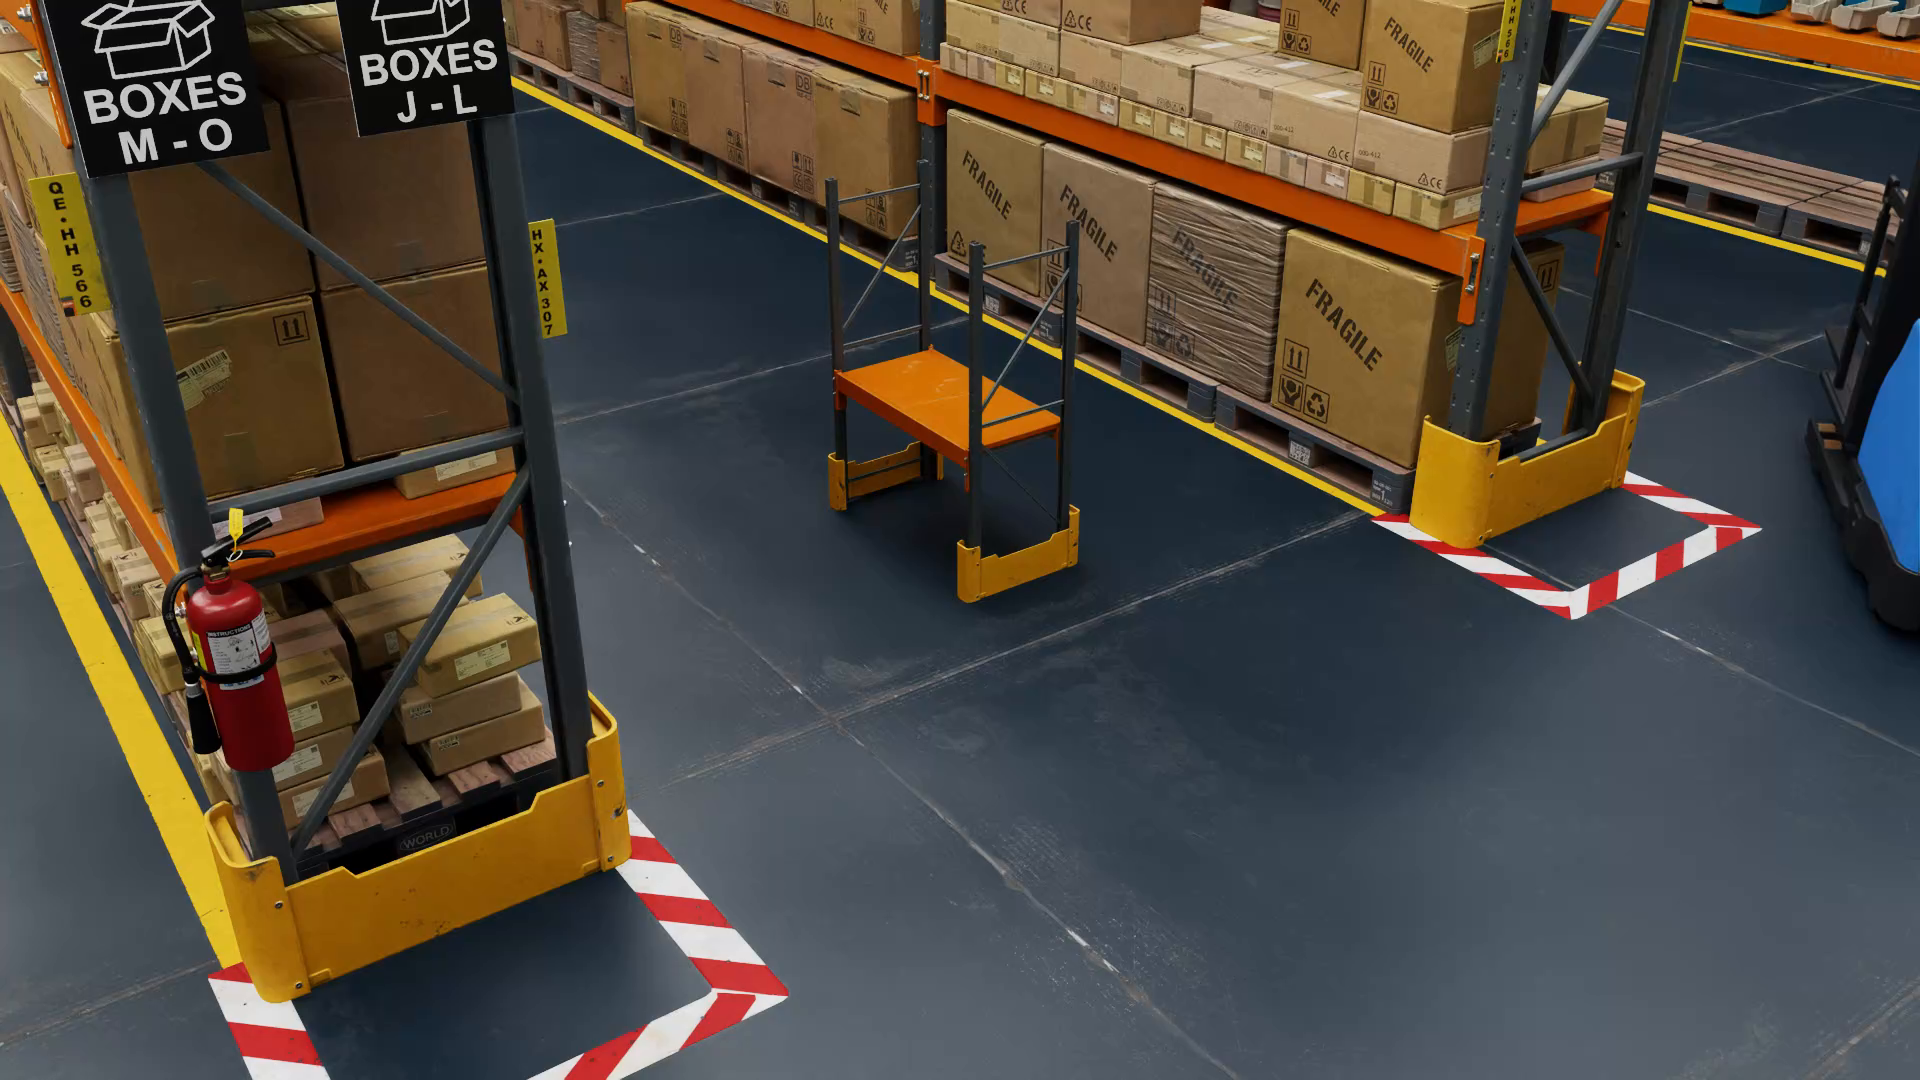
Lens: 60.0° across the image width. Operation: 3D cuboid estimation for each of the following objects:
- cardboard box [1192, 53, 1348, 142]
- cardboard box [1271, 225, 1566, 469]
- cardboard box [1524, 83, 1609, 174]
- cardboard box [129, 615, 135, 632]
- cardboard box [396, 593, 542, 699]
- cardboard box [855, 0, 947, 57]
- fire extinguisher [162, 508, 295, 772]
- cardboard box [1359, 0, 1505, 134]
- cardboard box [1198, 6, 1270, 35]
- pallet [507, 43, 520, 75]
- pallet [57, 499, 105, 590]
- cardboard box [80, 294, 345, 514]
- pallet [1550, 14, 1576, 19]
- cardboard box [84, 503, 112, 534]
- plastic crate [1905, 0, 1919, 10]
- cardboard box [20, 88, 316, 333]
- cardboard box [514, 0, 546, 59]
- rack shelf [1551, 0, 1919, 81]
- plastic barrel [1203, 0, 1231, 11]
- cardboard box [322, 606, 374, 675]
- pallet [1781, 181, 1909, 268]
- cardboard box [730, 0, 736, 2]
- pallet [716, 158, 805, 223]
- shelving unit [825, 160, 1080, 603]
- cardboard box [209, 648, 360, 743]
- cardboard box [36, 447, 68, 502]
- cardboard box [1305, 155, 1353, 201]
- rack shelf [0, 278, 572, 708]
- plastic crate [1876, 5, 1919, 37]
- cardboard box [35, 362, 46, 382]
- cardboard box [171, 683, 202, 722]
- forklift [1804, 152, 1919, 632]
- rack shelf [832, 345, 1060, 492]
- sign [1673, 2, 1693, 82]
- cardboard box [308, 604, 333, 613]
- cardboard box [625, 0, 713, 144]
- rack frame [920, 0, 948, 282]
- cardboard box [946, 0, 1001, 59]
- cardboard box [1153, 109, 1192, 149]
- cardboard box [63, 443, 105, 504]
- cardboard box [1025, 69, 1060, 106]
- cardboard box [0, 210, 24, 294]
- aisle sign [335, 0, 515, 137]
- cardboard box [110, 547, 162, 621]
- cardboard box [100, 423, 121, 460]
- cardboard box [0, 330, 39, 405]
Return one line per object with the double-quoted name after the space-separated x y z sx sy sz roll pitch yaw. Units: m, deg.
1.445 -2.078 7.779 0.500 0.250 0.500 -20 34 -32 "cardboard box"
2.095 -0.981 7.699 0.875 0.875 0.875 -19 34 -31 "cardboard box"
2.473 -1.830 7.321 0.500 0.250 0.500 -20 34 -32 "cardboard box"
-2.852 0.267 6.162 0.380 0.149 0.250 -18 33 -30 "cardboard box"
-1.594 0.339 5.406 0.380 0.149 0.250 -21 35 -33 "cardboard box"
-0.282 -3.209 9.910 0.500 0.500 0.500 -19 34 -30 "cardboard box"
-1.797 0.254 4.111 0.296 0.674 0.183 -19 34 -31 "fire extinguisher"
2.035 -2.014 6.876 0.500 0.500 0.500 -18 33 -30 "cardboard box"
1.280 -2.625 8.787 0.500 0.250 0.500 -18 33 -30 "cardboard box"
-3.976 -4.641 15.574 1.003 0.211 1.213 -19 34 -31 "pallet"
-3.469 -0.248 7.485 1.003 0.211 1.213 -19 34 -31 "pallet"
-2.038 -0.448 4.515 0.500 0.500 0.500 -18 33 -30 "cardboard box"
6.365 -5.828 17.761 1.003 0.211 1.213 -19 34 -31 "pallet"
-3.158 -0.065 6.461 0.380 0.149 0.250 -19 34 -31 "cardboard box"
6.179 -3.383 10.550 0.250 0.136 0.298 -19 34 -31 "plastic crate"
-2.035 -0.893 4.287 0.500 0.500 0.500 -20 34 -32 "cardboard box"
-3.504 -4.611 14.755 0.700 0.500 0.500 -22 36 -35 "cardboard box"
5.406 -3.336 11.003 1.077 0.370 4.000 -19 34 -31 "rack shelf"
2.223 -5.030 15.203 0.600 0.830 0.708 -19 34 -31 "plastic barrel"
-1.989 0.300 5.789 0.380 0.149 0.250 -18 33 -30 "cardboard box"
6.119 -1.981 10.676 1.003 0.211 1.213 -19 34 -31 "pallet"
-1.447 -3.995 11.358 0.500 0.500 0.500 -19 34 -31 "cardboard box"
-1.009 -2.587 11.792 1.003 0.211 1.213 -19 34 -31 "pallet"
-0.044 -0.689 6.947 0.587 1.500 1.083 -19 34 -31 "shelving unit"
-2.081 0.502 5.107 0.380 0.149 0.250 -18 33 -30 "cardboard box"
-3.784 -0.322 7.248 0.380 0.149 0.250 -18 33 -29 "cardboard box"
1.759 -1.639 7.389 0.380 0.149 0.250 -19 34 -31 "cardboard box"
-2.727 -0.631 6.023 1.077 0.370 4.000 -19 34 -31 "rack shelf"
5.789 -3.169 10.155 0.396 0.136 0.243 -19 34 -31 "plastic crate"
-3.856 -0.727 7.369 0.380 0.149 0.250 -17 33 -29 "cardboard box"
-2.409 0.440 5.532 0.380 0.149 0.250 -20 35 -33 "cardboard box"
4.530 -1.505 6.950 1.130 2.935 3.031 8 30 15 "forklift"
-0.049 -0.534 7.039 0.538 0.185 1.000 -19 34 -31 "rack shelf"
2.987 -2.070 6.928 0.100 0.325 0.005 -19 34 -31 "sign"
-2.263 0.230 6.230 0.380 0.149 0.250 -19 34 -31 "cardboard box"
-1.725 -3.590 12.504 1.225 0.875 0.875 -21 35 -33 "cardboard box"
0.211 -3.058 9.739 1.000 3.000 0.127 -19 34 -31 "rack frame"
0.271 -2.868 9.234 0.500 0.250 0.500 -19 34 -32 "cardboard box"
1.170 -2.035 8.117 0.380 0.149 0.250 -18 33 -30 "cardboard box"
-3.307 -0.302 6.586 0.380 0.149 0.250 -18 33 -30 "cardboard box"
0.572 -2.435 8.854 0.380 0.149 0.250 -20 34 -32 "cardboard box"
-3.250 -1.241 5.975 0.500 0.500 0.500 -20 34 -32 "cardboard box"
-1.281 -1.367 3.900 0.394 0.787 0.004 -19 34 -31 "aisle sign"
-2.733 0.115 5.819 0.380 0.149 0.250 -17 33 -29 "cardboard box"
-2.425 -0.401 5.108 0.380 0.149 0.250 -18 33 -29 "cardboard box"
-4.522 -1.029 8.180 0.500 0.500 0.500 -19 34 -32 "cardboard box"
